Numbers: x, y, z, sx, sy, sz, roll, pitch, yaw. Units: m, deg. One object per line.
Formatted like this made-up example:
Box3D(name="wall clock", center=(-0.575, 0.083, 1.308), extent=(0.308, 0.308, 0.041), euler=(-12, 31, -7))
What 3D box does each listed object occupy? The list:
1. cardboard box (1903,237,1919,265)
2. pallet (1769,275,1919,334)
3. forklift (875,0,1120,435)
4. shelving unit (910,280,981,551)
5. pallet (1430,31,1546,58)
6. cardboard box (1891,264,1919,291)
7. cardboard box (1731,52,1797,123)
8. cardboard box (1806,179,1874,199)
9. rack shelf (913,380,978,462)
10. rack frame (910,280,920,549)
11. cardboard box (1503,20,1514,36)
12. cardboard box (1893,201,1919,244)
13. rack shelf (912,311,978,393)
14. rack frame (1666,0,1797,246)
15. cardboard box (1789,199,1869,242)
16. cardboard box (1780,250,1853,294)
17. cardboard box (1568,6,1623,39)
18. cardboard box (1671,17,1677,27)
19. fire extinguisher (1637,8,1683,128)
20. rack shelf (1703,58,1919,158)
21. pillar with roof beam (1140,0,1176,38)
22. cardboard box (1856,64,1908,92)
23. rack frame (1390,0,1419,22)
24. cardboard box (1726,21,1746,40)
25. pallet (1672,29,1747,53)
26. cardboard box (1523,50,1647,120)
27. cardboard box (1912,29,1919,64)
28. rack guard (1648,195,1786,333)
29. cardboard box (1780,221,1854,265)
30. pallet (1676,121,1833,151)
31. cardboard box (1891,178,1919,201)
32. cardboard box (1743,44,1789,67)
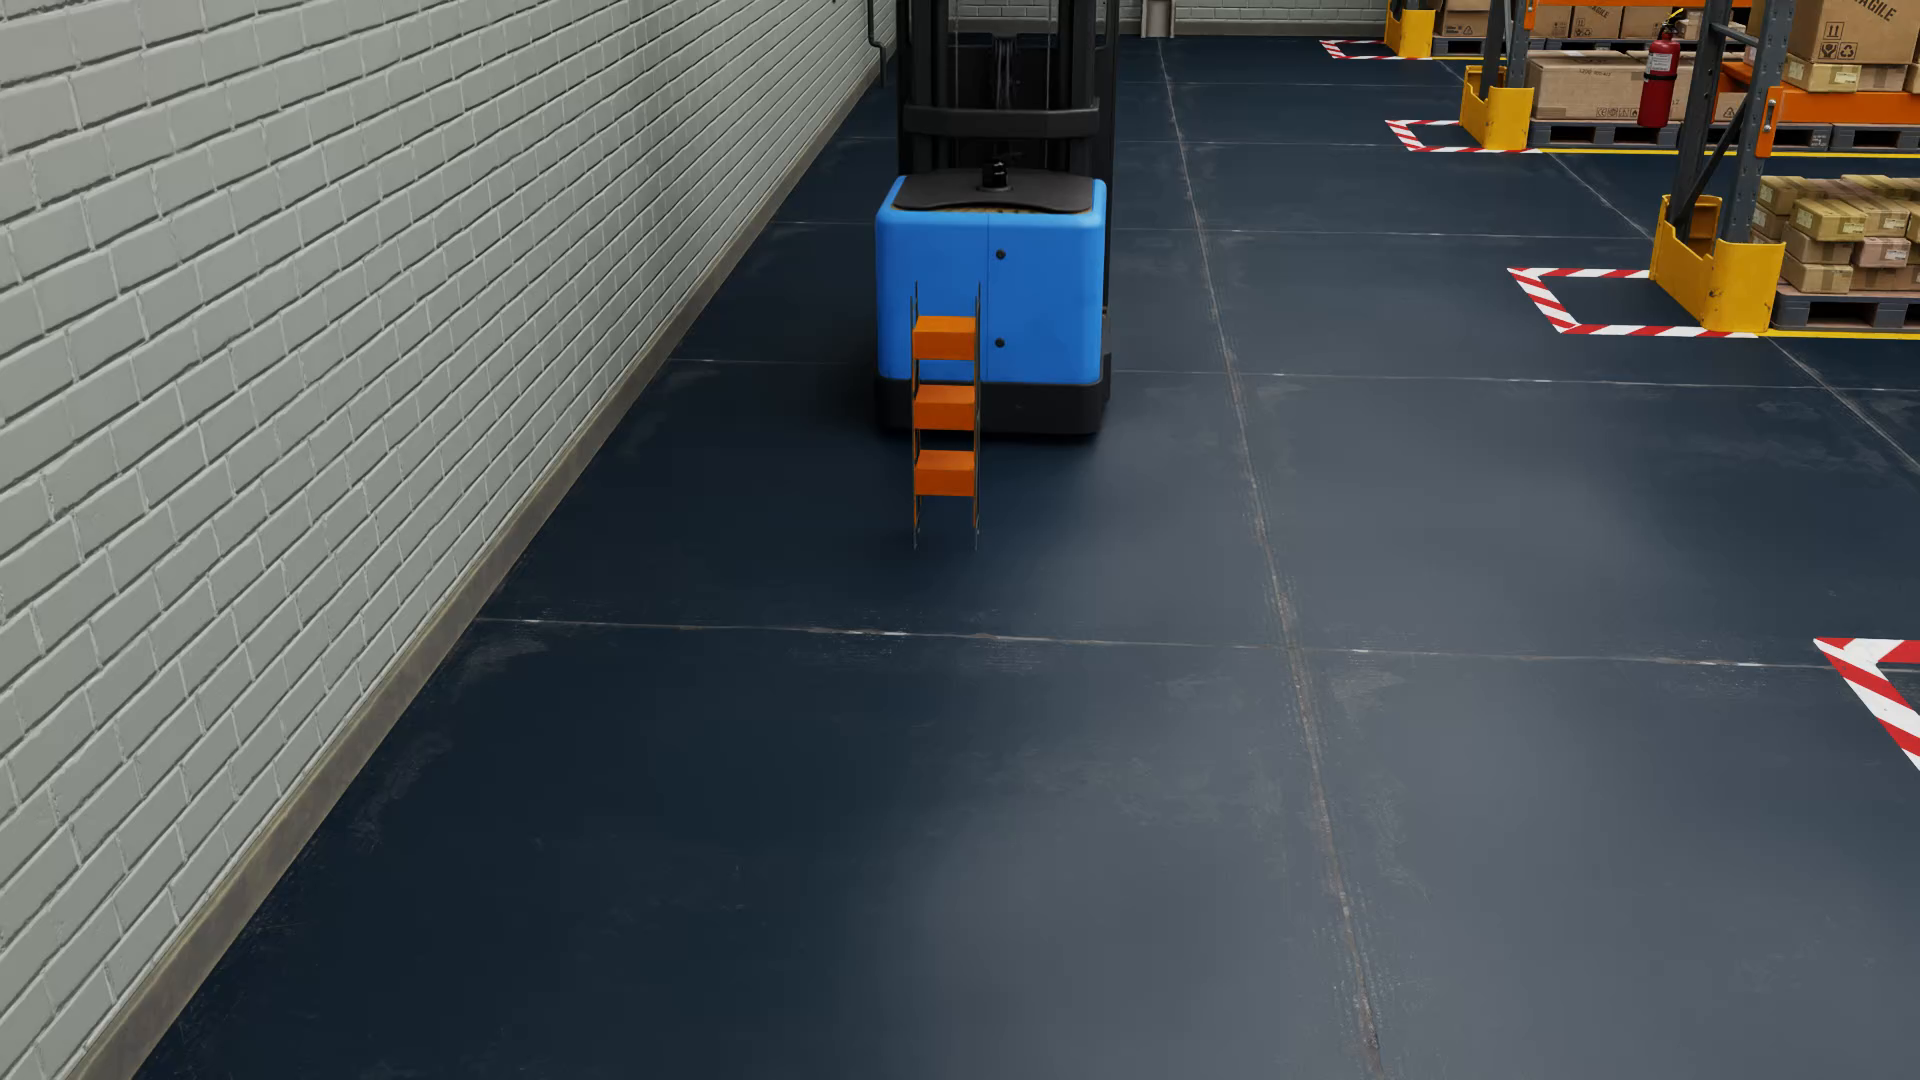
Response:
Box3D(name="cardboard box", center=(5.331, -1.667, 9.337), extent=(0.250, 0.149, 0.380), euler=(2, 25, 5))
Box3D(name="pallet", center=(5.192, -1.454, 9.657), extent=(1.213, 0.211, 1.003), euler=(2, 25, 4))
Box3D(name="forklift", center=(0.254, -2.395, 8.448), extent=(1.130, 2.935, 3.031), euler=(2, 25, 5))
Box3D(name="shelving unit", center=(-0.053, -0.479, 6.534), extent=(0.252, 1.050, 0.215), euler=(2, 25, 4))
Box3D(name="pallet", center=(5.834, -5.604, 18.677), extent=(1.213, 0.211, 1.003), euler=(2, 25, 4))
Box3D(name="cardboard box", center=(5.322, -1.530, 9.394), extent=(0.250, 0.149, 0.380), euler=(2, 25, 5))
Box3D(name="cardboard box", center=(7.065, -3.822, 14.030), extent=(0.875, 0.438, 0.875), euler=(1, 25, 2))
Box3D(name="cardboard box", center=(5.102, -1.986, 9.675), extent=(0.250, 0.149, 0.380), euler=(2, 25, 5))
Box3D(name="rack shelf", center=(-0.053, -0.469, 6.539), extent=(0.240, 0.259, 0.215), euler=(2, 25, 4))
Box3D(name="rack frame", center=(-0.175, -0.483, 6.543), extent=(0.008, 1.050, 0.200), euler=(2, 25, 4))
Box3D(name="cardboard box", center=(5.987, -5.706, 18.469), extent=(0.250, 0.149, 0.380), euler=(1, 25, 2))
Box3D(name="cardboard box", center=(5.331, -1.751, 9.163), extent=(0.250, 0.149, 0.380), euler=(2, 25, 4))
Box3D(name="rack shelf", center=(-0.053, -0.727, 6.420), extent=(0.240, 0.259, 0.215), euler=(2, 25, 4))
Box3D(name="rack frame", center=(4.309, -2.764, 9.167), extent=(0.127, 3.000, 1.000), euler=(2, 25, 4))
Box3D(name="cardboard box", center=(4.805, -1.771, 9.207), extent=(0.250, 0.149, 0.380), euler=(1, 25, 2))
Box3D(name="cardboard box", center=(4.807, -1.509, 9.349), extent=(0.250, 0.149, 0.380), euler=(2, 25, 5))
Box3D(name="cardboard box", center=(6.935, -5.793, 18.239), extent=(0.500, 0.500, 0.500), euler=(2, 25, 5))
Box3D(name="cardboard box", center=(7.879, -5.800, 18.675), extent=(0.250, 0.149, 0.380), euler=(2, 25, 3))
Box3D(name="fire extinguisher", center=(4.093, -2.759, 9.697), extent=(0.183, 0.674, 0.296), euler=(2, 25, 4))
Box3D(name="rack shelf", center=(6.303, -2.373, 9.179), extent=(4.000, 0.370, 1.077), euler=(2, 25, 4))
Box3D(name="pillar with roof beam", center=(2.015, -8.292, 14.005), extent=(0.400, 9.000, 9.100), euler=(2, 25, 4))
Box3D(name="cardboard box", center=(4.864, -2.512, 8.920), extent=(0.250, 0.149, 0.380), euler=(3, 25, 6))
Box3D(name="rack frame", center=(4.964, -6.899, 18.154), extent=(0.127, 3.000, 1.000), euler=(2, 25, 4))
Box3D(name="cardboard box", center=(8.374, -5.562, 18.157), extent=(0.250, 0.149, 0.380), euler=(1, 25, 2))
Box3D(name="pallet", center=(8.267, -5.526, 18.508), extent=(1.213, 0.211, 1.003), euler=(2, 25, 4))
Box3D(name="cardboard box", center=(5.253, -3.877, 14.151), extent=(0.875, 0.438, 0.875), euler=(1, 25, 2))
Box3D(name="cardboard box", center=(5.271, -2.808, 8.789), extent=(0.500, 0.500, 0.500), euler=(2, 25, 4))
Box3D(name="rack guard", center=(4.385, -1.626, 9.685), extent=(0.348, 0.500, 1.175), euler=(2, 25, 4))
Box3D(name="cardboard box", center=(4.812, -1.671, 9.345), extent=(0.250, 0.149, 0.380), euler=(3, 25, 6))
Box3D(name="pallet", center=(6.604, -3.530, 14.169), extent=(1.213, 0.211, 1.003), euler=(2, 25, 4))
Box3D(name="cardboard box", center=(5.624, -1.996, 9.696), extent=(0.250, 0.149, 0.380), euler=(1, 25, 2))
Box3D(name="cardboard box", center=(4.656, -2.757, 9.453), extent=(0.250, 0.149, 0.380), euler=(2, 25, 4))
